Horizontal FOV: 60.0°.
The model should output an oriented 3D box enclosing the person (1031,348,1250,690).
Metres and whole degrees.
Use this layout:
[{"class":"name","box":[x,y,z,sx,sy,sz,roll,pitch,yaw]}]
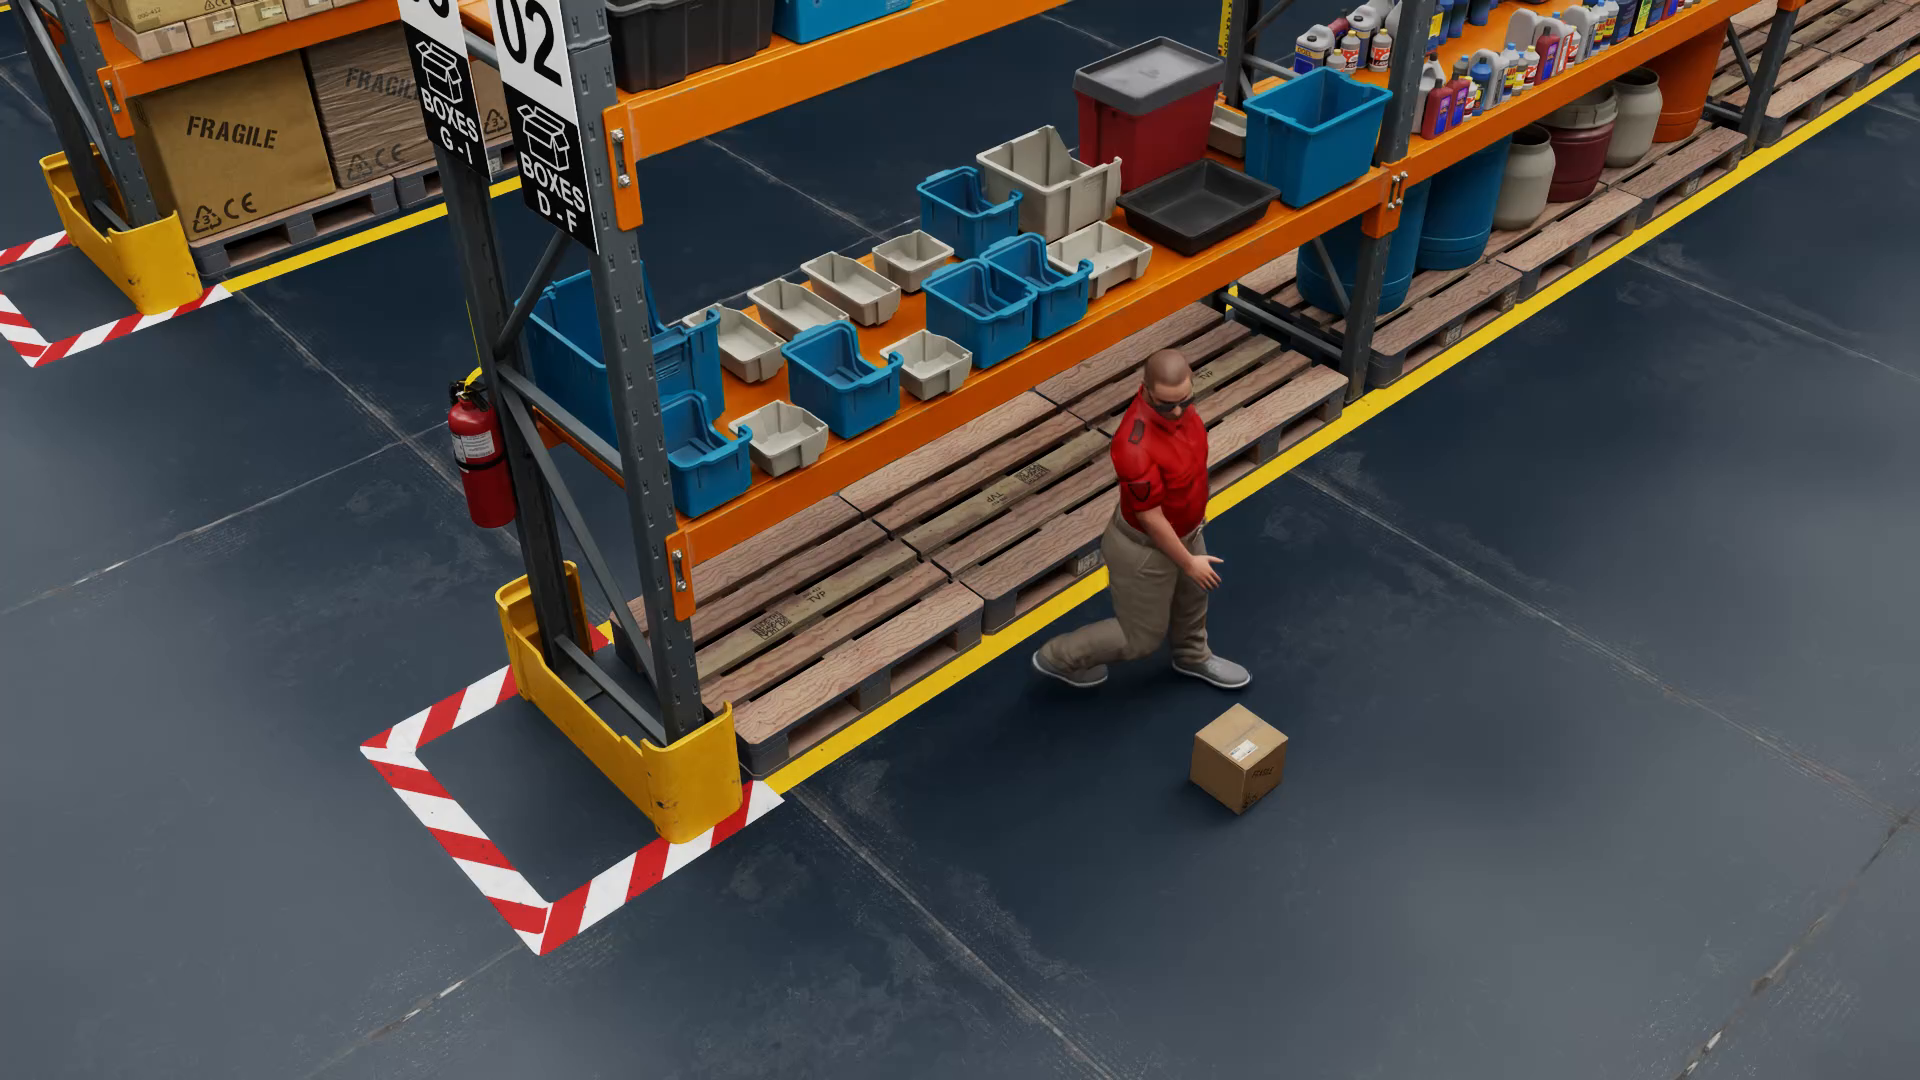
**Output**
[{"class":"person","box":[0.723,-0.035,6.217,0.787,1.687,0.591,18,43,20]}]
